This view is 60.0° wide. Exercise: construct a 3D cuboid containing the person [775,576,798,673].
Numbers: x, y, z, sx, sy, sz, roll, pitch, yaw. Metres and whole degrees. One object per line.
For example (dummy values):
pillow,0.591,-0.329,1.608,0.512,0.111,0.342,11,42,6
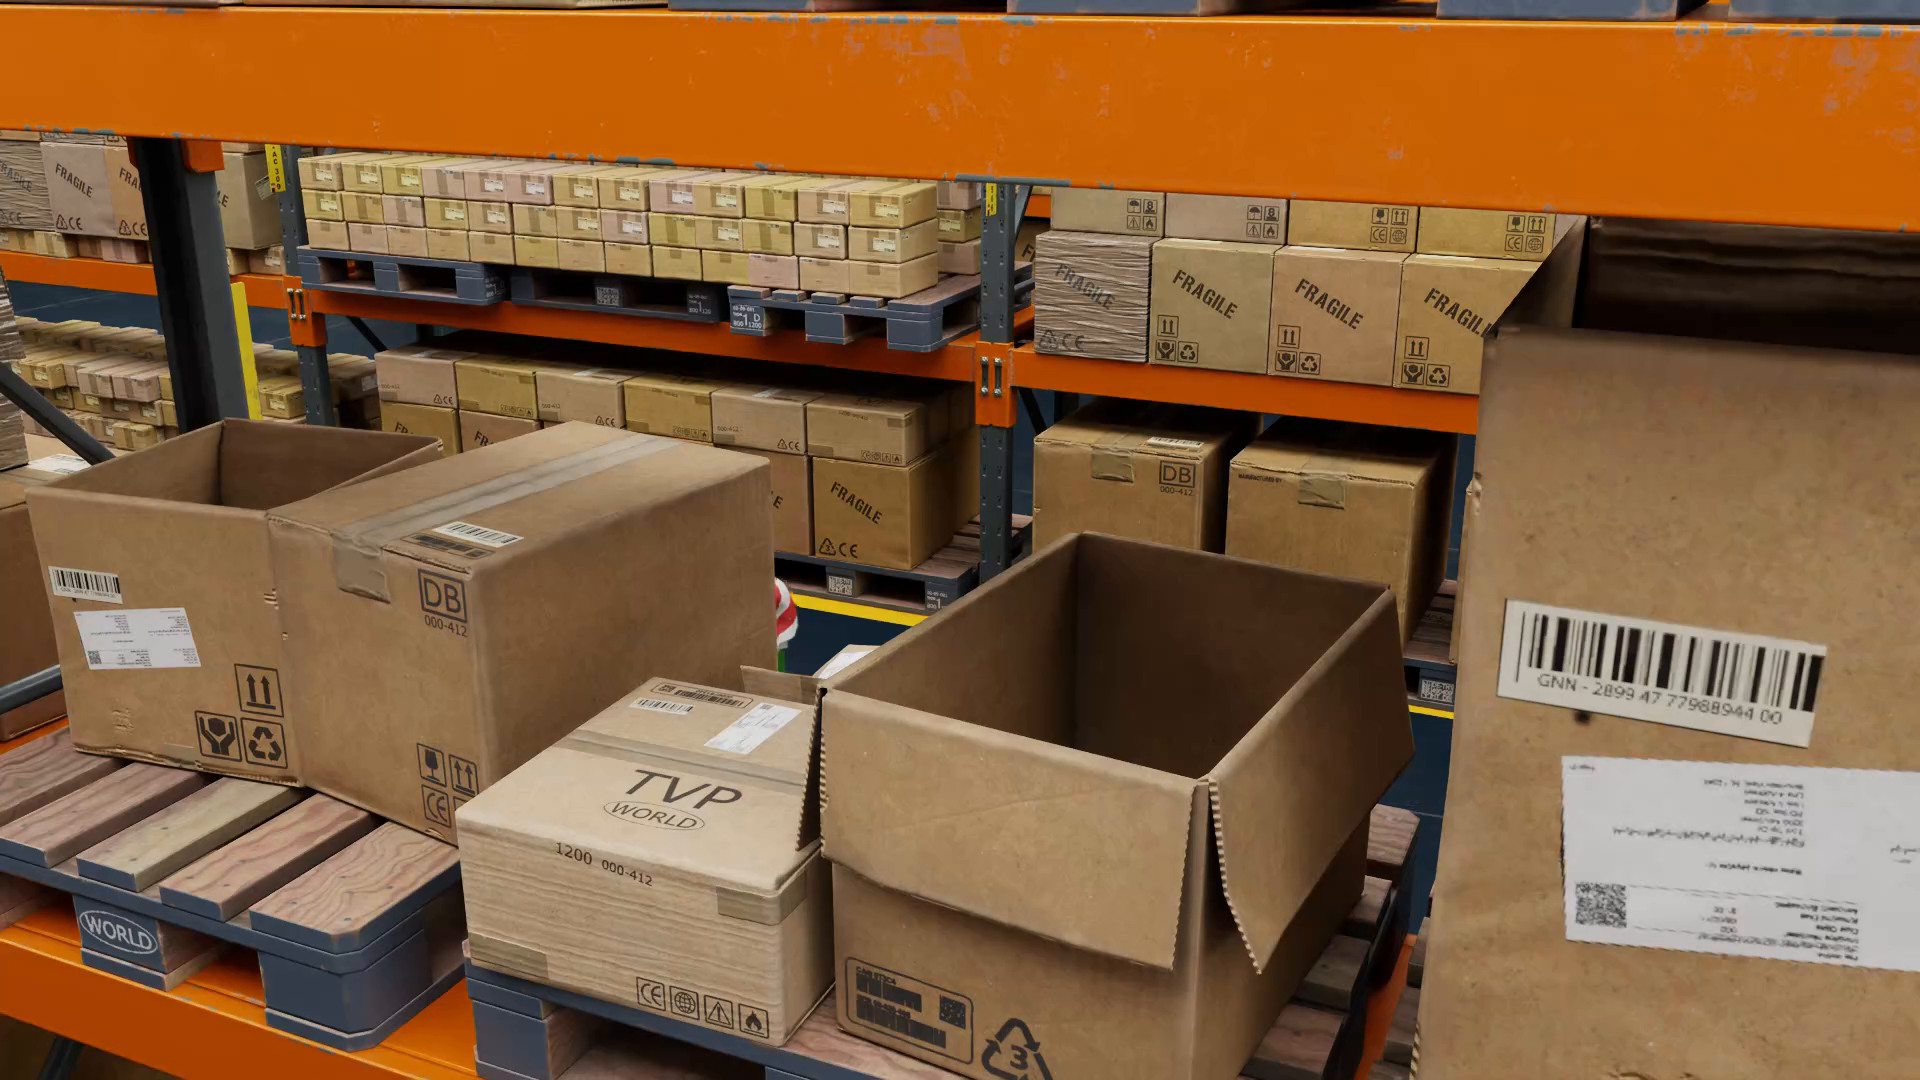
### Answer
person,-0.827,0.596,5.095,0.507,1.258,0.927,7,20,21
